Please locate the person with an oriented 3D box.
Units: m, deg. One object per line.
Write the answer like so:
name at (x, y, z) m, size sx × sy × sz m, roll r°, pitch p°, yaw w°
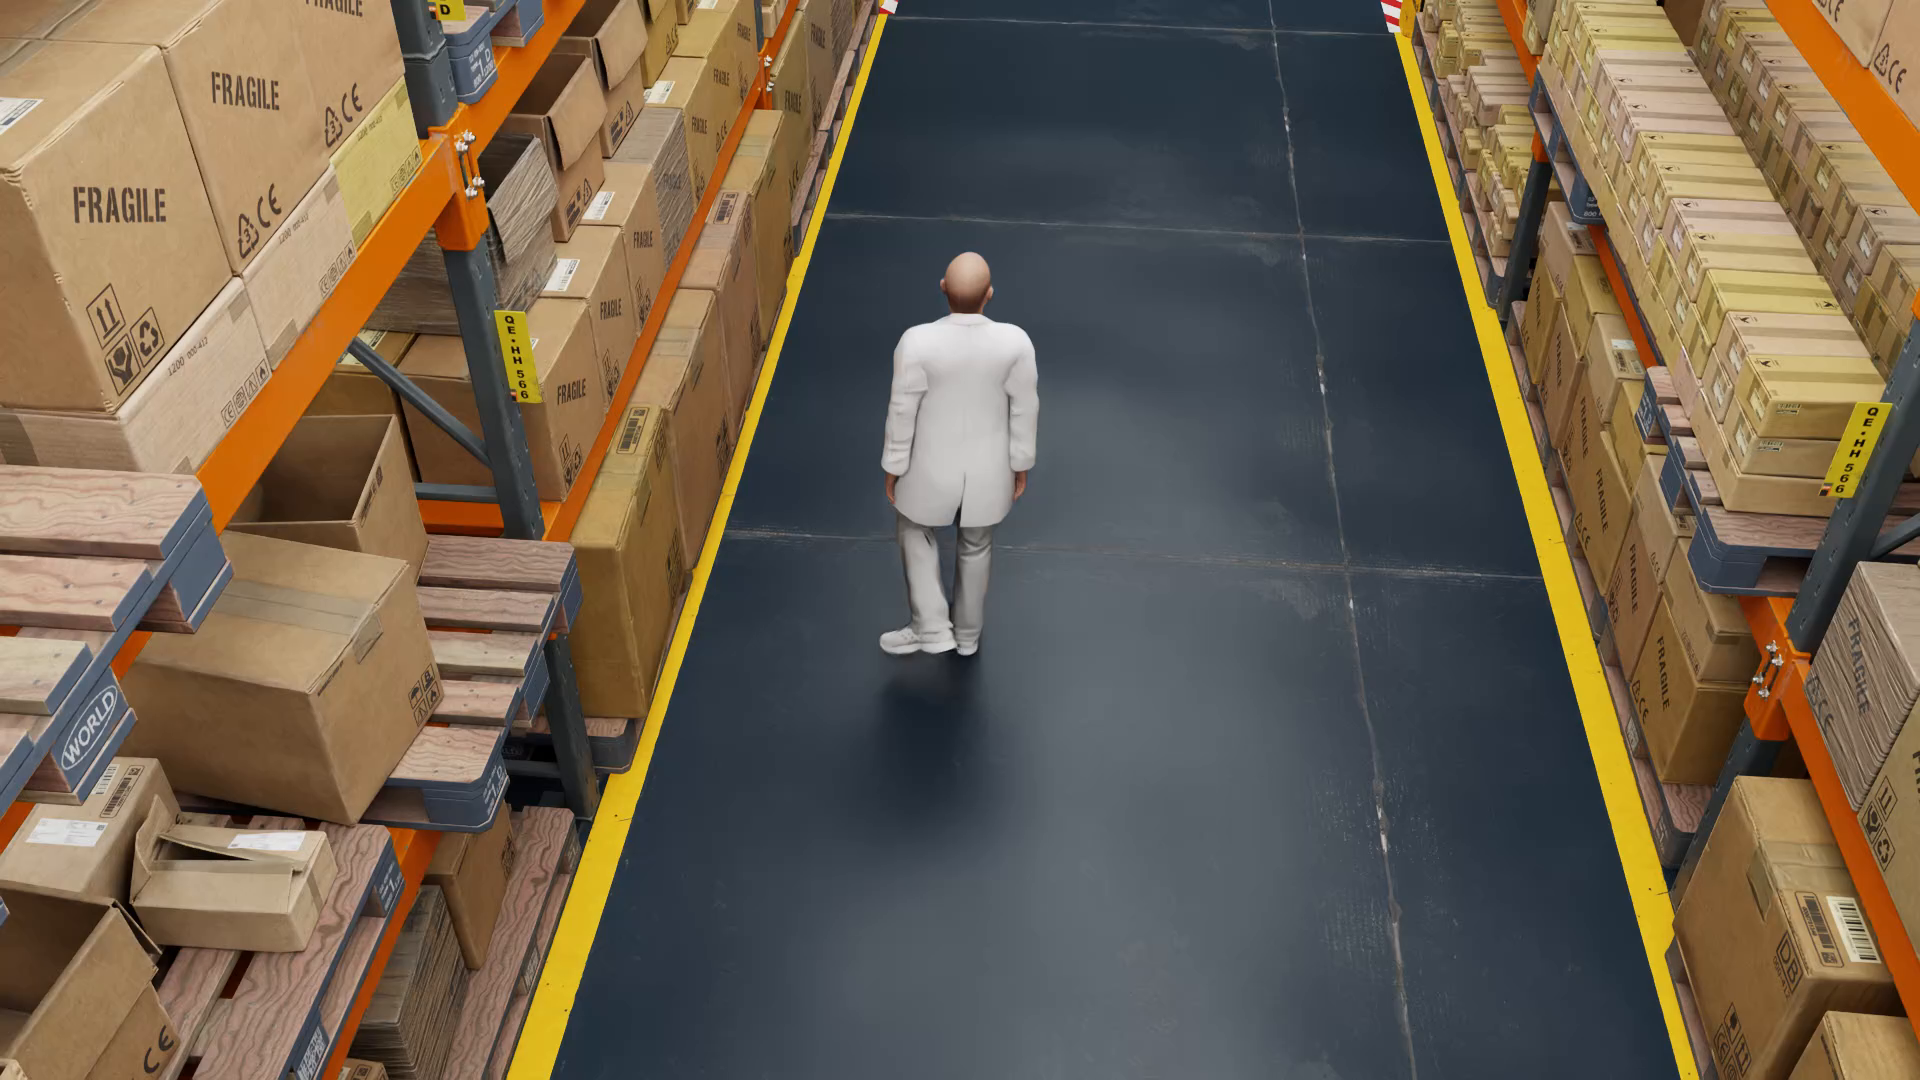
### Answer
person at (-0.015, -0.253, 6.466) m, size 0.656 × 1.774 × 0.600 m, roll -5°, pitch 40°, yaw -5°
